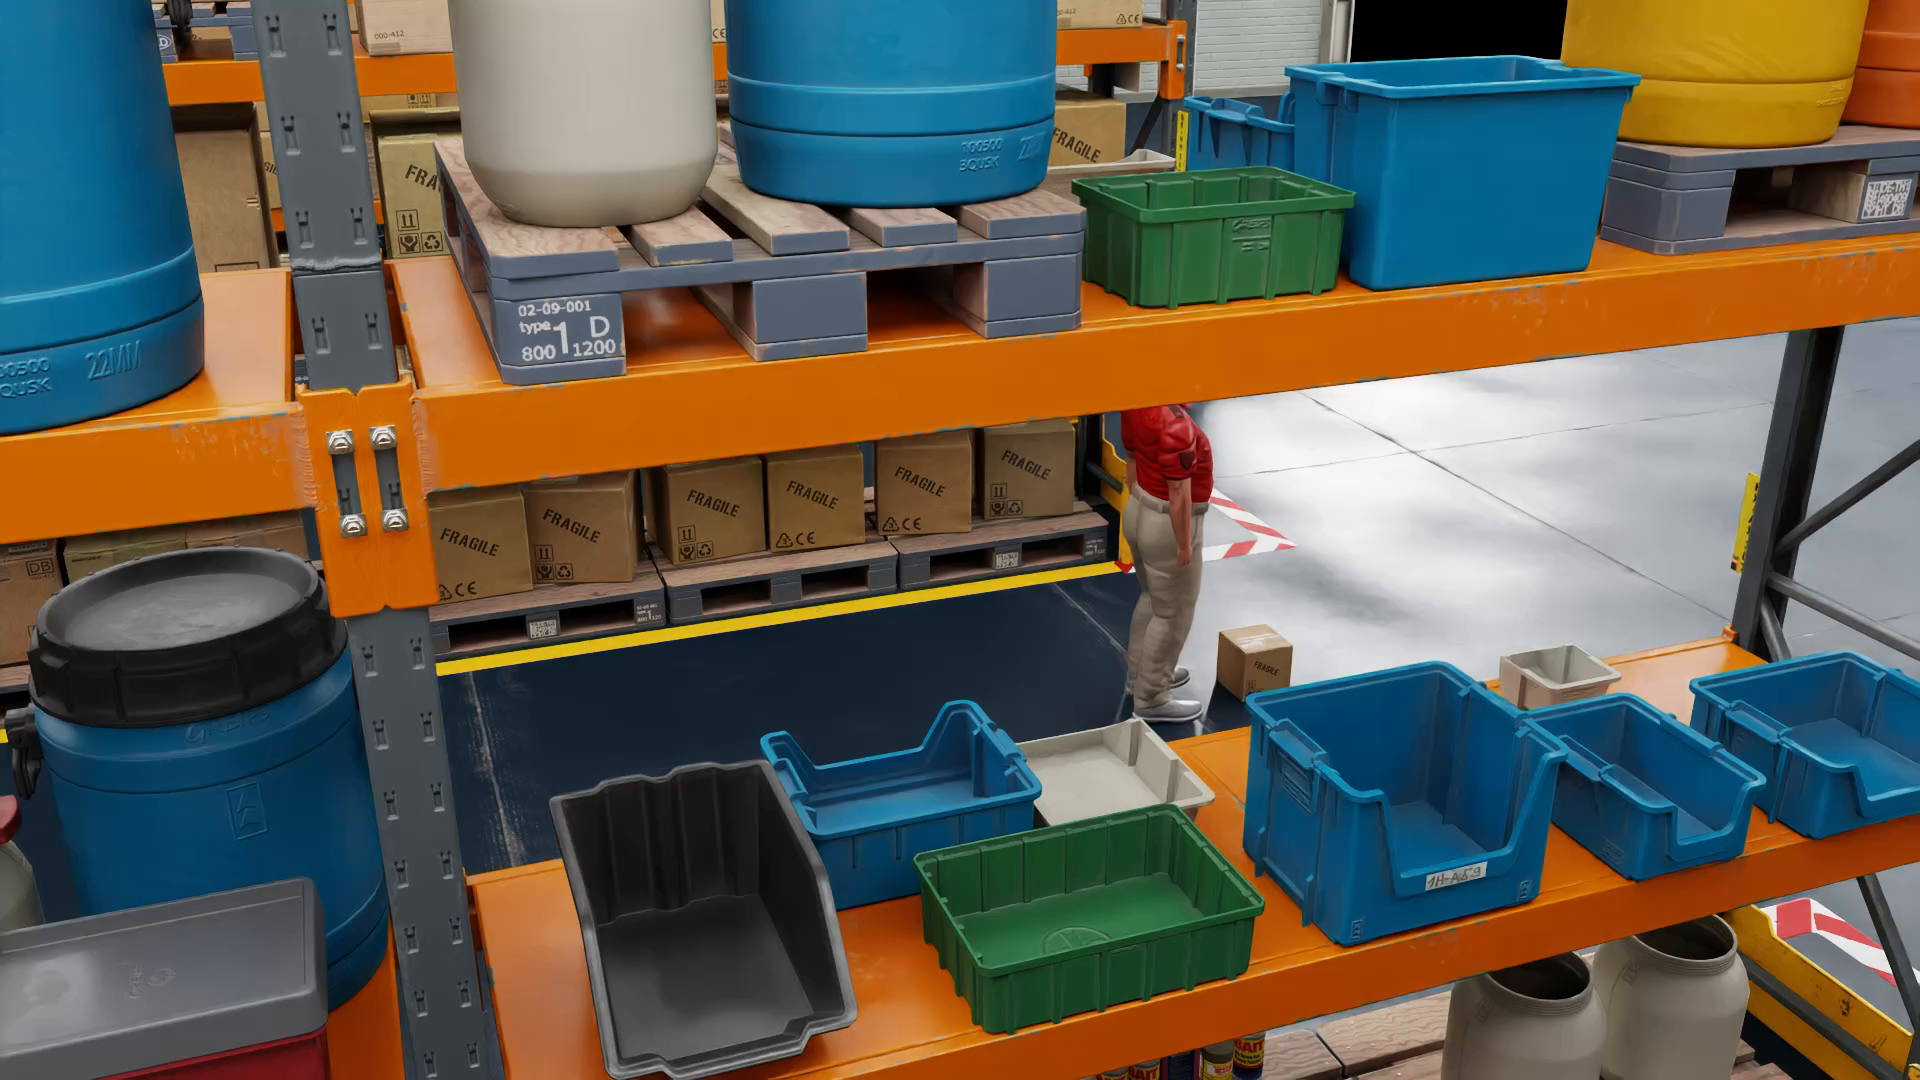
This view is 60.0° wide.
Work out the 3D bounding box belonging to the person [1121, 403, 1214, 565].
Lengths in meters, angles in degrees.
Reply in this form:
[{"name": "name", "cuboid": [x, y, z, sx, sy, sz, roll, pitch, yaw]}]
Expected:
[{"name": "person", "cuboid": [0.904, -0.377, 7.127, 0.337, 1.028, 0.530, -8, 24, -18]}]
